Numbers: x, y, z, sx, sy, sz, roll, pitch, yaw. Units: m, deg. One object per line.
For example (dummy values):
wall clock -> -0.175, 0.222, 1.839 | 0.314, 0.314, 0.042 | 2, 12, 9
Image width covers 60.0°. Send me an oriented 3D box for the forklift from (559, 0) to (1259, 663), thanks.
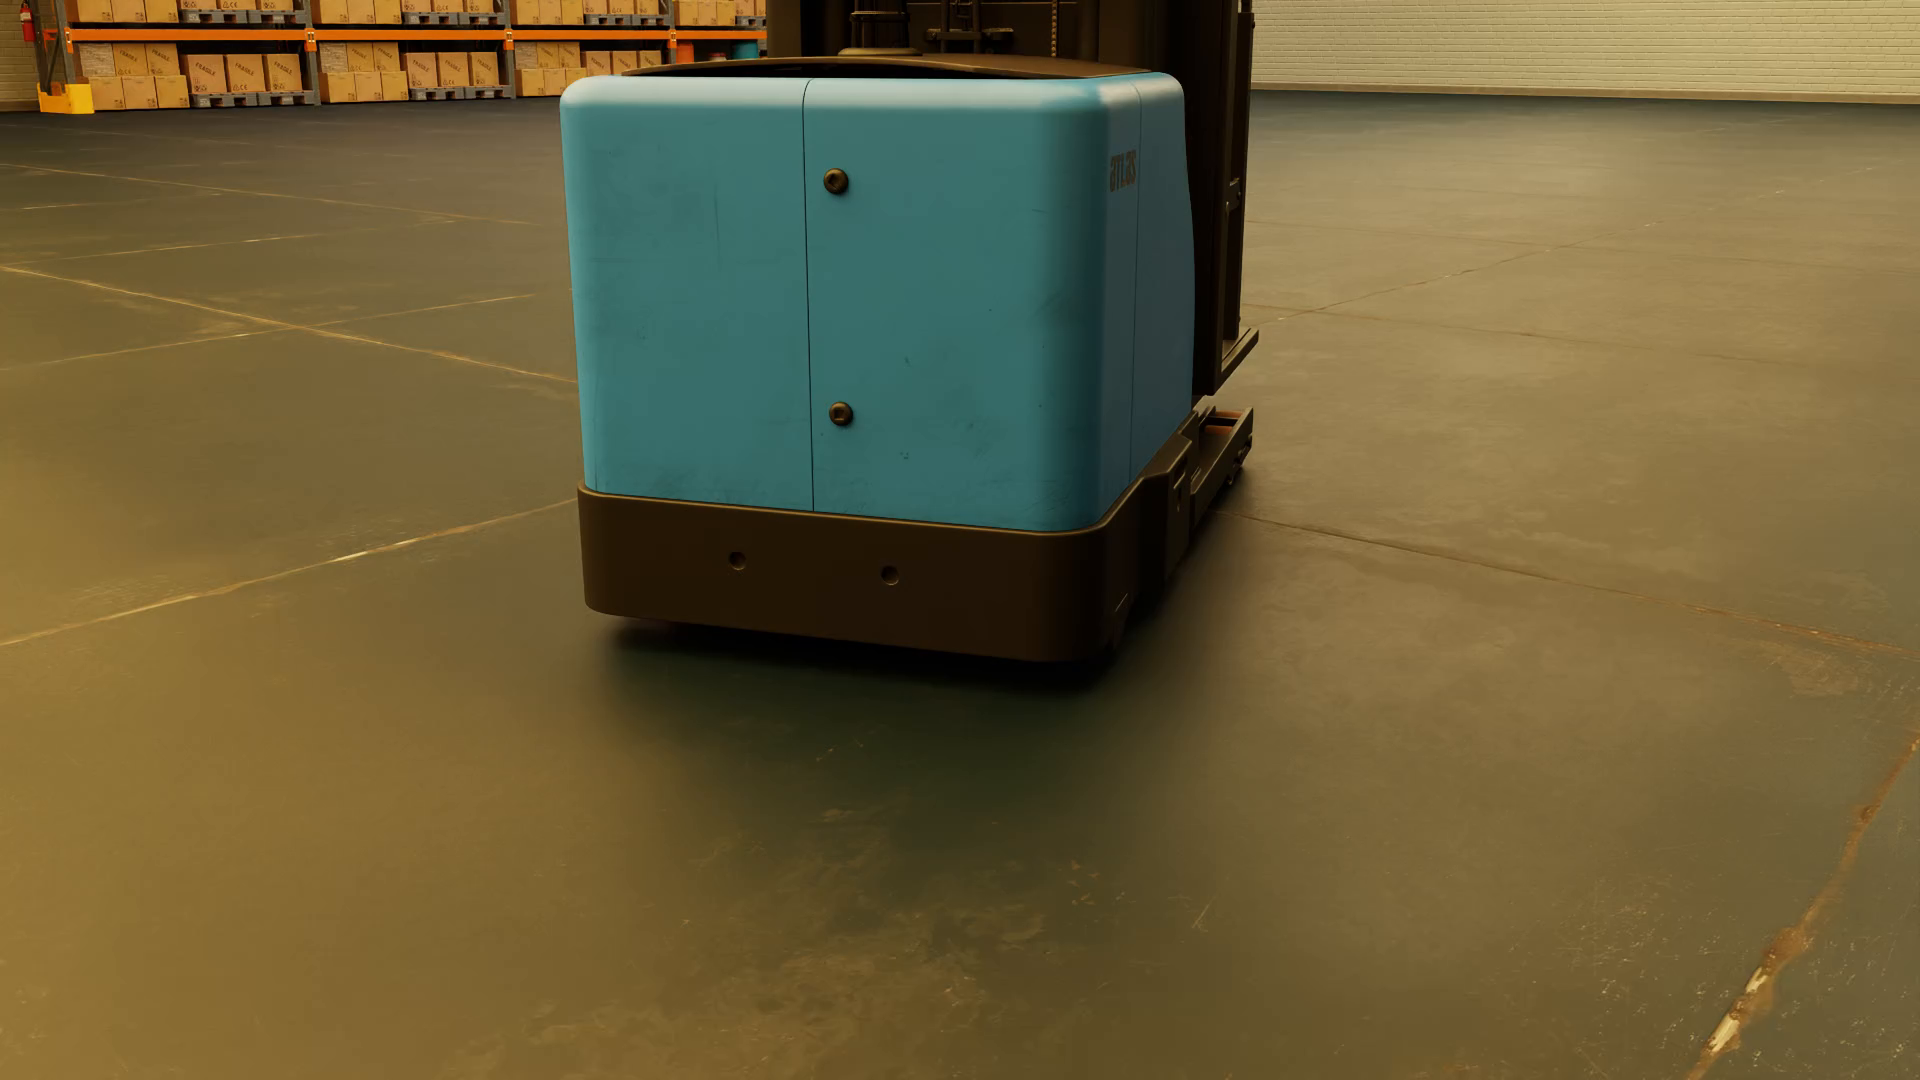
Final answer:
forklift -> 0.182, -1.571, 4.072 | 1.130, 2.935, 3.031 | 5, 18, 17
